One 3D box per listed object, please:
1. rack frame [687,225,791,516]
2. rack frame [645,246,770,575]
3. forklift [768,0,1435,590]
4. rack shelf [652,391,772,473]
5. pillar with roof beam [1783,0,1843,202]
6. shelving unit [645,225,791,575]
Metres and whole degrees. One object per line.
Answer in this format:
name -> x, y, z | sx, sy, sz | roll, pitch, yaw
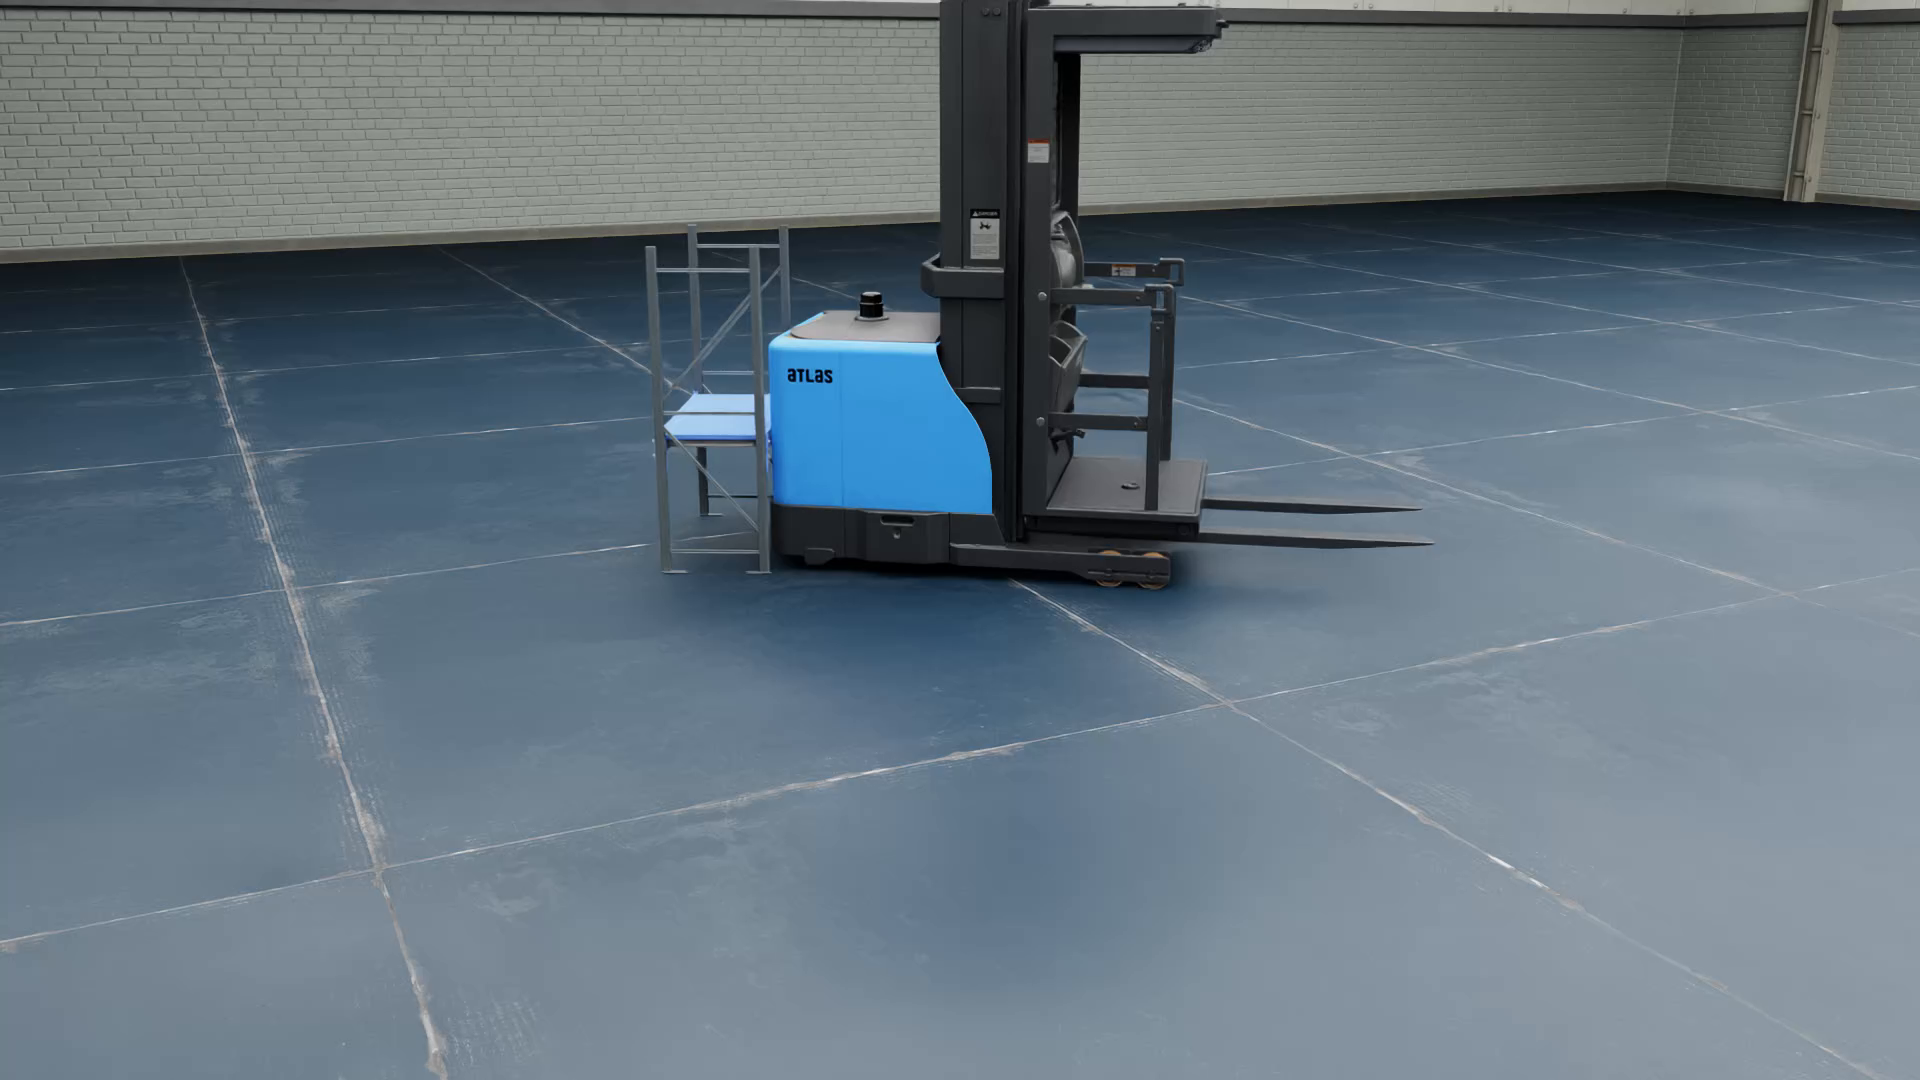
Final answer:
rack frame -> -1.108, -0.848, 8.485 | 0.500, 1.500, 0.032 | 0, 16, 1
rack frame -> -1.132, -0.567, 7.508 | 0.500, 1.500, 0.032 | 0, 16, 1
forklift -> 0.679, -1.343, 7.618 | 3.031, 2.935, 1.130 | 3, 16, 10
rack shelf -> -1.120, -0.534, 8.046 | 0.538, 0.185, 1.000 | 0, 16, 1
pillar with roof beam -> 10.487, -9.602, 25.395 | 9.100, 9.000, 0.400 | -8, 18, -25
shelving unit -> -1.120, -0.707, 7.997 | 0.538, 1.500, 1.048 | 0, 16, 1
